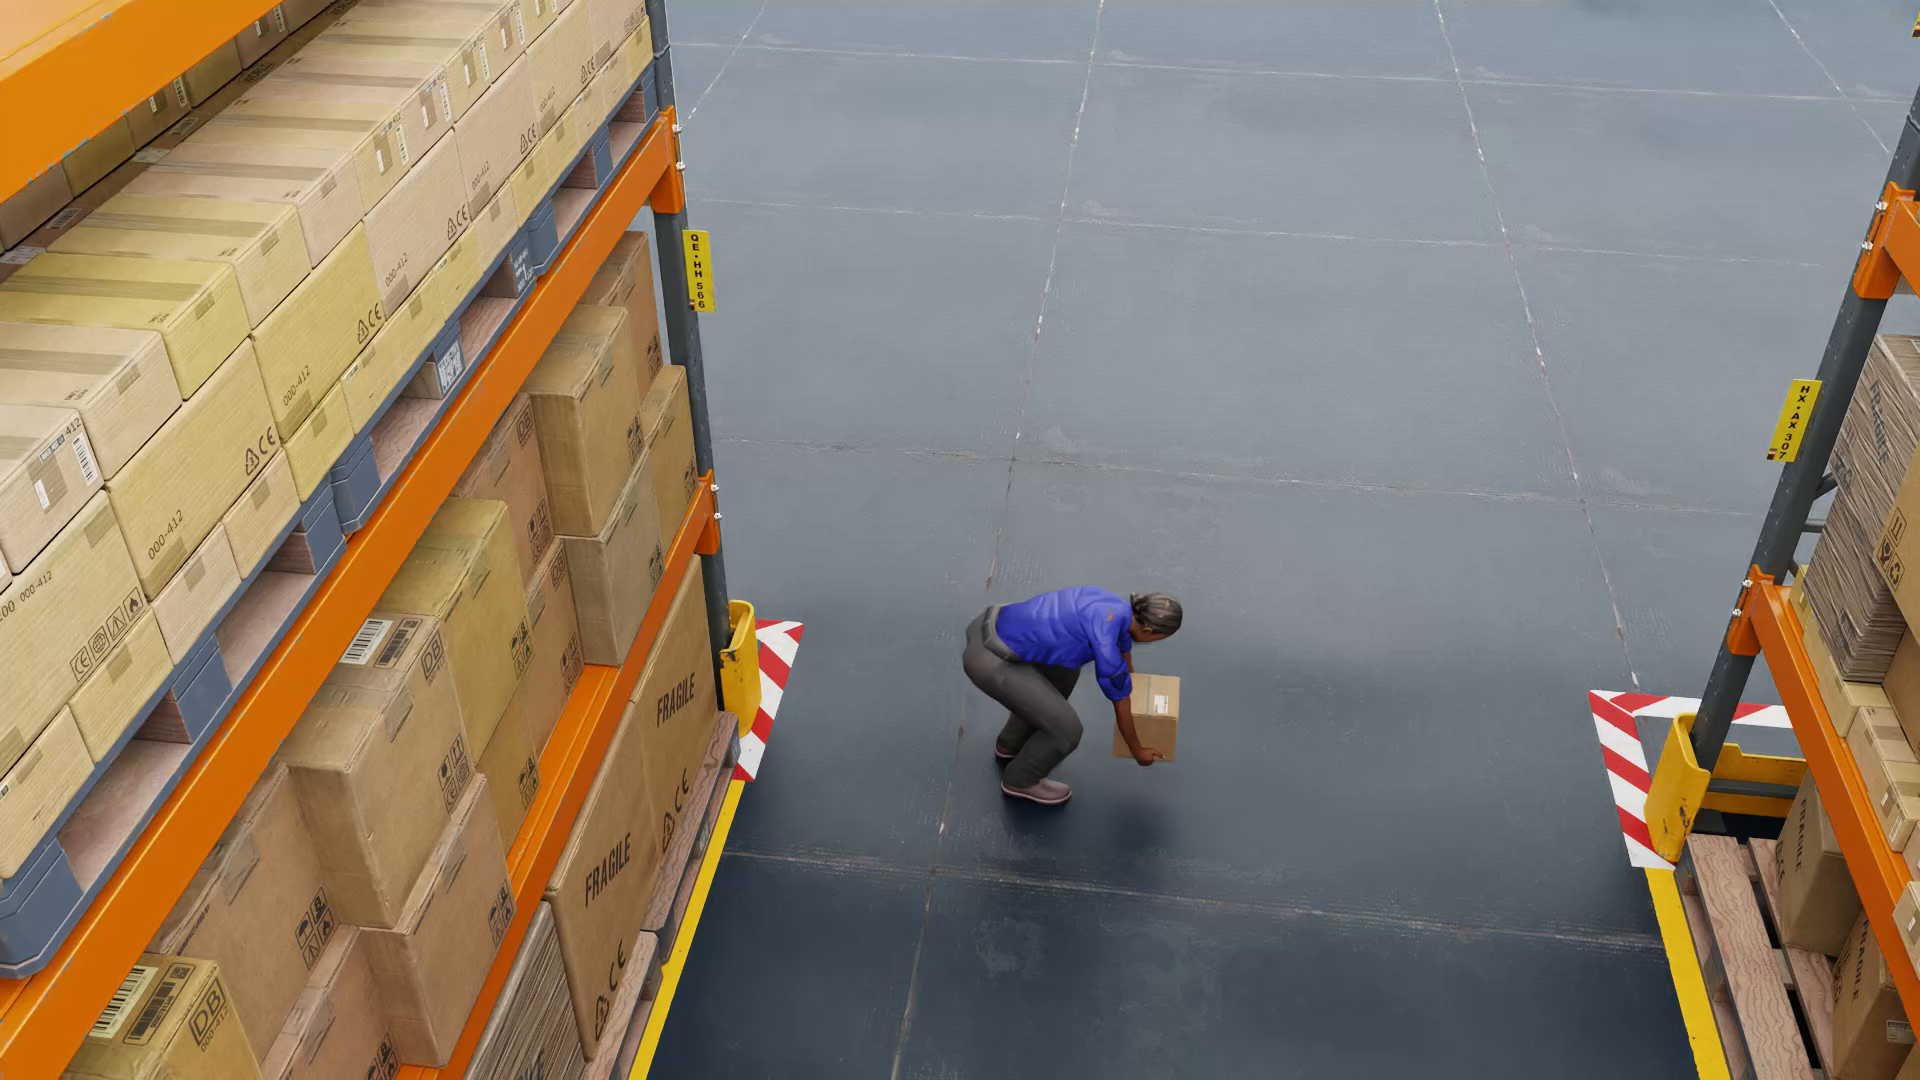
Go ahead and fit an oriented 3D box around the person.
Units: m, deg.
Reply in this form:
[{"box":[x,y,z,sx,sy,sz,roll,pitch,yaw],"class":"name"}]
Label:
[{"box":[0.444,0.606,6.780,0.860,0.996,0.457,3,36,4],"class":"person"}]
